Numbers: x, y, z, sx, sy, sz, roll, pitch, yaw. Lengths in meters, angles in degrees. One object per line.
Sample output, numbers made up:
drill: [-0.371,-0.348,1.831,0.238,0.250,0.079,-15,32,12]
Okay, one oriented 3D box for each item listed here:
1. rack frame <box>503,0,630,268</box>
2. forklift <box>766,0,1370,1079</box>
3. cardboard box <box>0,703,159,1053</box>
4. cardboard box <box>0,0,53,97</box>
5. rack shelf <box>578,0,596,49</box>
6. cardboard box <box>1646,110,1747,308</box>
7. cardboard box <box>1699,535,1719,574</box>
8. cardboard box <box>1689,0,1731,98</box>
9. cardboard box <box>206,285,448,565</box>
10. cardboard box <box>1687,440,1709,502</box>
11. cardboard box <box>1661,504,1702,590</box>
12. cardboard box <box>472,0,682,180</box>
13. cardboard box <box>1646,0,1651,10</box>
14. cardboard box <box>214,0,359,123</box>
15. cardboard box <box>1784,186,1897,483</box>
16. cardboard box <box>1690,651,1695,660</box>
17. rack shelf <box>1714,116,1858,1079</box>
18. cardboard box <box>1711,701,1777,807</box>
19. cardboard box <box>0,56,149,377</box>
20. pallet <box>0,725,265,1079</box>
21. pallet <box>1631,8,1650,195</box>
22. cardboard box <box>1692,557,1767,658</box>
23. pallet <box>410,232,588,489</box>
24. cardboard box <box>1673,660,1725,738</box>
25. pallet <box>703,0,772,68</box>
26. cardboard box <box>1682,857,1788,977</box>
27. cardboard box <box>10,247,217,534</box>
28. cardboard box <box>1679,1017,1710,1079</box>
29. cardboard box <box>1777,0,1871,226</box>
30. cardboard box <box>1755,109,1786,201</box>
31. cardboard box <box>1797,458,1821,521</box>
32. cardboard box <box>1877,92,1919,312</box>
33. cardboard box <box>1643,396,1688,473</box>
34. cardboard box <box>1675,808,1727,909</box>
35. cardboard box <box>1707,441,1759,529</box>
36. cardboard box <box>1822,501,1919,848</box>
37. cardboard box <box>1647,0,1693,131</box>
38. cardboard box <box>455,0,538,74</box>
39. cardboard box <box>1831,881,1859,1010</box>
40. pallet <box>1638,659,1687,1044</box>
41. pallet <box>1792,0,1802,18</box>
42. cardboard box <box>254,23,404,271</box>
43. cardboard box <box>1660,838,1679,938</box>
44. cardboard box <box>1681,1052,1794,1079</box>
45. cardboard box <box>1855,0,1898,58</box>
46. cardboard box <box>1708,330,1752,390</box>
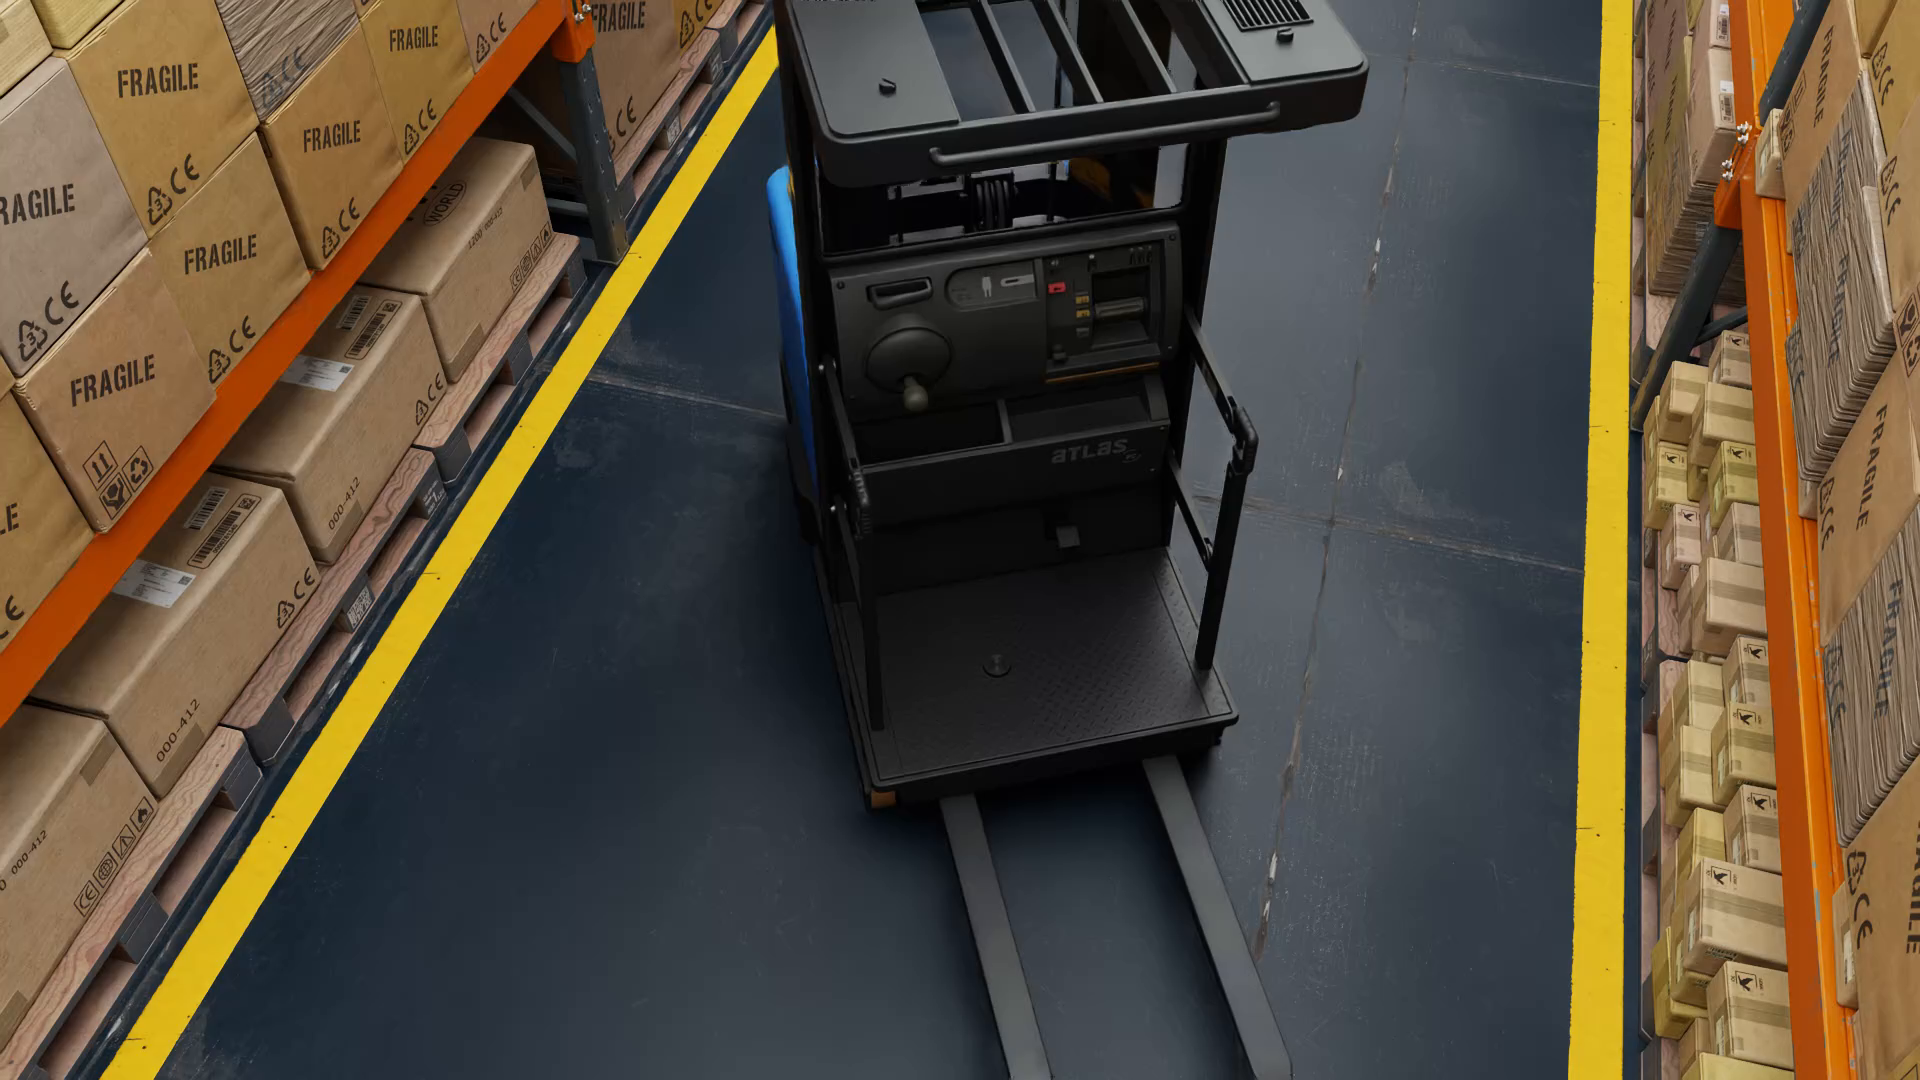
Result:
rack frame: [-1.847,-2.238,5.724,1.000,3.000,0.127,12,50,10]
forklift: [0.181,-0.478,4.217,1.130,2.935,3.031,-10,49,-8]
cardboard box: [-2.823,0.868,4.412,0.875,0.438,0.875,10,49,9]
cardboard box: [-2.184,-1.060,3.519,0.380,0.149,0.250,12,50,10]
rack shelf: [-1.321,-3.446,7.271,1.077,0.370,4.000,12,50,10]
cardboard box: [2.907,-1.231,6.223,0.500,0.500,0.500,11,49,9]
cardboard box: [2.468,0.150,5.040,0.380,0.149,0.250,9,49,8]
cardboard box: [3.055,-1.852,6.270,0.500,0.250,0.500,14,50,12]
cardboard box: [-2.351,-0.448,5.574,0.875,0.438,0.875,10,49,9]
cardboard box: [2.571,-0.228,5.374,0.380,0.149,0.250,12,50,10]
cardboard box: [2.464,0.053,5.324,0.380,0.149,0.250,11,50,10]
cardboard box: [-1.761,-2.138,6.773,0.875,0.875,0.875,13,50,11]
cardboard box: [3.446,-2.713,7.531,0.500,0.500,0.500,12,50,10]
cardboard box: [-1.971,-1.470,4.313,0.500,0.500,0.500,12,50,11]
cardboard box: [2.291,-0.440,3.873,0.500,0.500,0.500,11,49,9]
cardboard box: [2.408,0.448,4.975,0.380,0.149,0.250,10,49,8]
rack shelf: [2.428,0.351,3.919,1.077,0.370,4.000,12,50,10]
cardboard box: [2.228,0.607,4.438,0.380,0.149,0.250,12,50,10]
cardboard box: [-2.242,-0.748,3.676,0.500,0.500,0.500,11,50,10]
pallet: [-2.765,0.985,4.740,1.003,0.211,1.213,12,50,10]
pallet: [3.477,-1.860,7.251,1.003,0.211,1.213,12,50,10]
cardboard box: [2.323,0.223,4.777,0.380,0.149,0.250,13,50,11]
pallet: [-2.123,-0.780,6.298,1.003,0.211,1.213,12,50,10]
cardboard box: [2.245,0.514,4.718,0.380,0.149,0.250,11,50,10]
pallet: [-1.398,-2.773,8.057,1.003,0.211,1.213,12,50,10]
cardboard box: [2.010,0.971,4.117,0.380,0.149,0.250,13,50,11]
cardboard box: [-2.239,-0.404,4.039,0.500,0.500,0.500,11,50,10]
cardboard box: [2.014,1.381,4.152,0.380,0.149,0.250,12,50,10]
cardboard box: [2.581,-1.157,4.505,0.500,0.500,0.500,11,49,9]
cardboard box: [2.565,-1.110,4.897,0.380,0.149,0.250,13,50,11]
cardboard box: [2.265,-0.148,4.048,0.380,0.149,0.250,14,50,12]
cardboard box: [2.317,-0.782,3.507,0.500,0.500,0.500,12,50,11]
cardboard box: [2.549,-0.329,5.661,0.380,0.149,0.250,10,49,8]
cardboard box: [2.110,0.892,4.385,0.380,0.149,0.250,14,50,12]
cardboard box: [2.516,-0.138,5.095,0.380,0.149,0.250,11,49,10]
cardboard box: [2.037,0.312,3.209,0.500,0.500,0.500,12,50,10]
cardboard box: [3.181,-1.972,6.877,0.500,0.500,0.500,11,49,9]
cardboard box: [-1.723,-1.885,5.346,0.500,0.500,0.500,12,50,10]
cardboard box: [1.913,0.805,3.206,0.380,0.149,0.250,13,50,11]
pallet: [2.493,0.967,4.756,1.003,0.211,1.213,12,50,10]
pallet: [3.296,-1.794,5.461,1.003,0.211,1.213,12,50,10]
cardboard box: [-1.971,-1.145,4.693,0.500,0.500,0.500,11,49,9]
cardboard box: [2.112,0.990,4.497,0.380,0.149,0.250,12,50,11]
cardboard box: [1.864,1.351,3.781,0.380,0.149,0.250,11,49,9]
cardboard box: [2.601,-1.518,4.157,0.500,0.500,0.500,13,50,11]
cardboard box: [2.664,-0.518,5.431,0.380,0.149,0.250,13,50,12]
